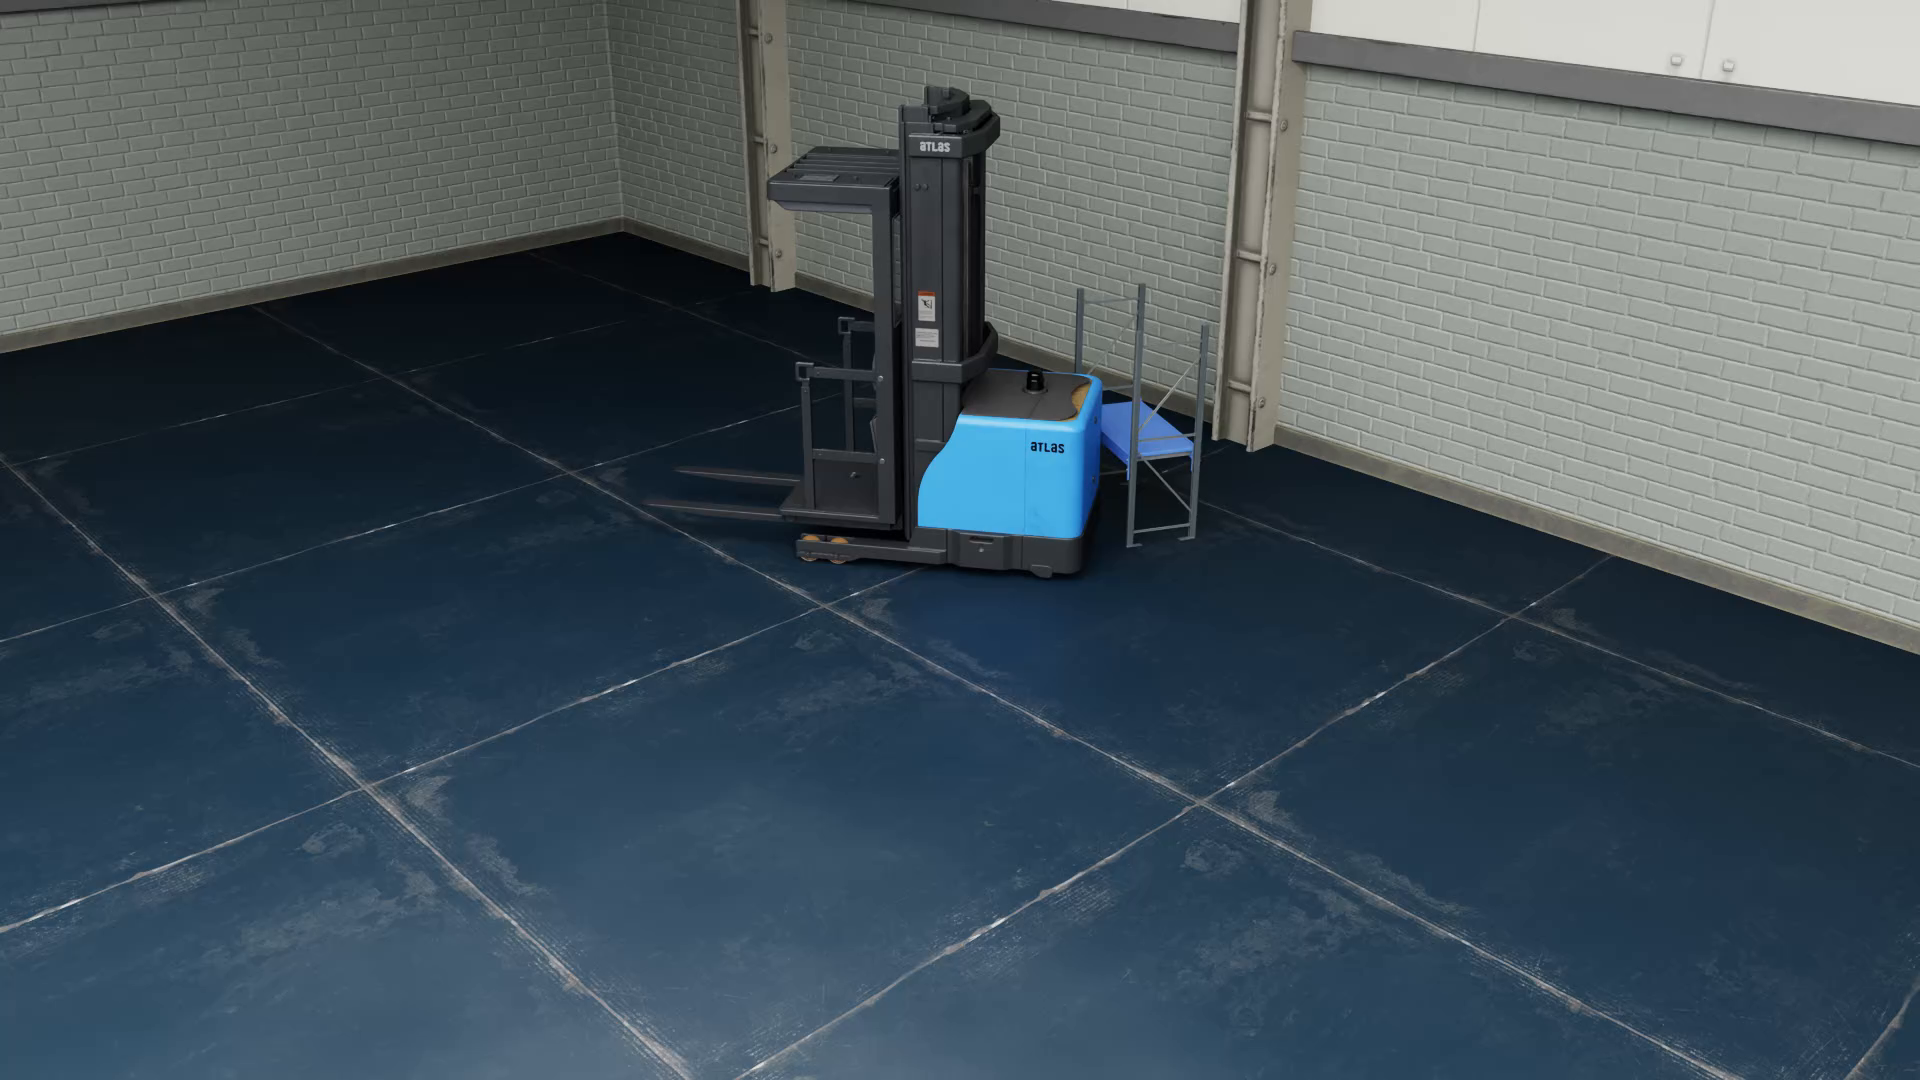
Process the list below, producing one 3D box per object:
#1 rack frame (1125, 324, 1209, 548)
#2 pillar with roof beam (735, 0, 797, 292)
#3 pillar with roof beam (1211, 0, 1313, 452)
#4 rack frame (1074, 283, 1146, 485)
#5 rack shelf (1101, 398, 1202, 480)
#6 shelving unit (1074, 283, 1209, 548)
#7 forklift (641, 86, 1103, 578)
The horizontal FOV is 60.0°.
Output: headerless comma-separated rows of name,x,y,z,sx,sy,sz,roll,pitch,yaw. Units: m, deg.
rack frame,1.353,-0.667,10.903,0.500,1.500,0.032,-7,26,-16
pillar with roof beam,-5.037,-5.465,12.387,9.100,9.000,0.400,-21,32,-38
pillar with roof beam,-0.936,-3.647,8.402,9.100,9.000,0.400,-21,32,-38
rack frame,1.045,-1.069,11.785,0.500,1.500,0.032,-7,26,-16
rack shelf,1.198,-0.704,11.419,0.538,0.185,1.000,-7,26,-16
shelving unit,1.199,-0.868,11.344,0.538,1.500,1.048,-7,26,-16
forklift,-0.610,-1.386,10.757,3.031,2.935,1.130,5,25,11
